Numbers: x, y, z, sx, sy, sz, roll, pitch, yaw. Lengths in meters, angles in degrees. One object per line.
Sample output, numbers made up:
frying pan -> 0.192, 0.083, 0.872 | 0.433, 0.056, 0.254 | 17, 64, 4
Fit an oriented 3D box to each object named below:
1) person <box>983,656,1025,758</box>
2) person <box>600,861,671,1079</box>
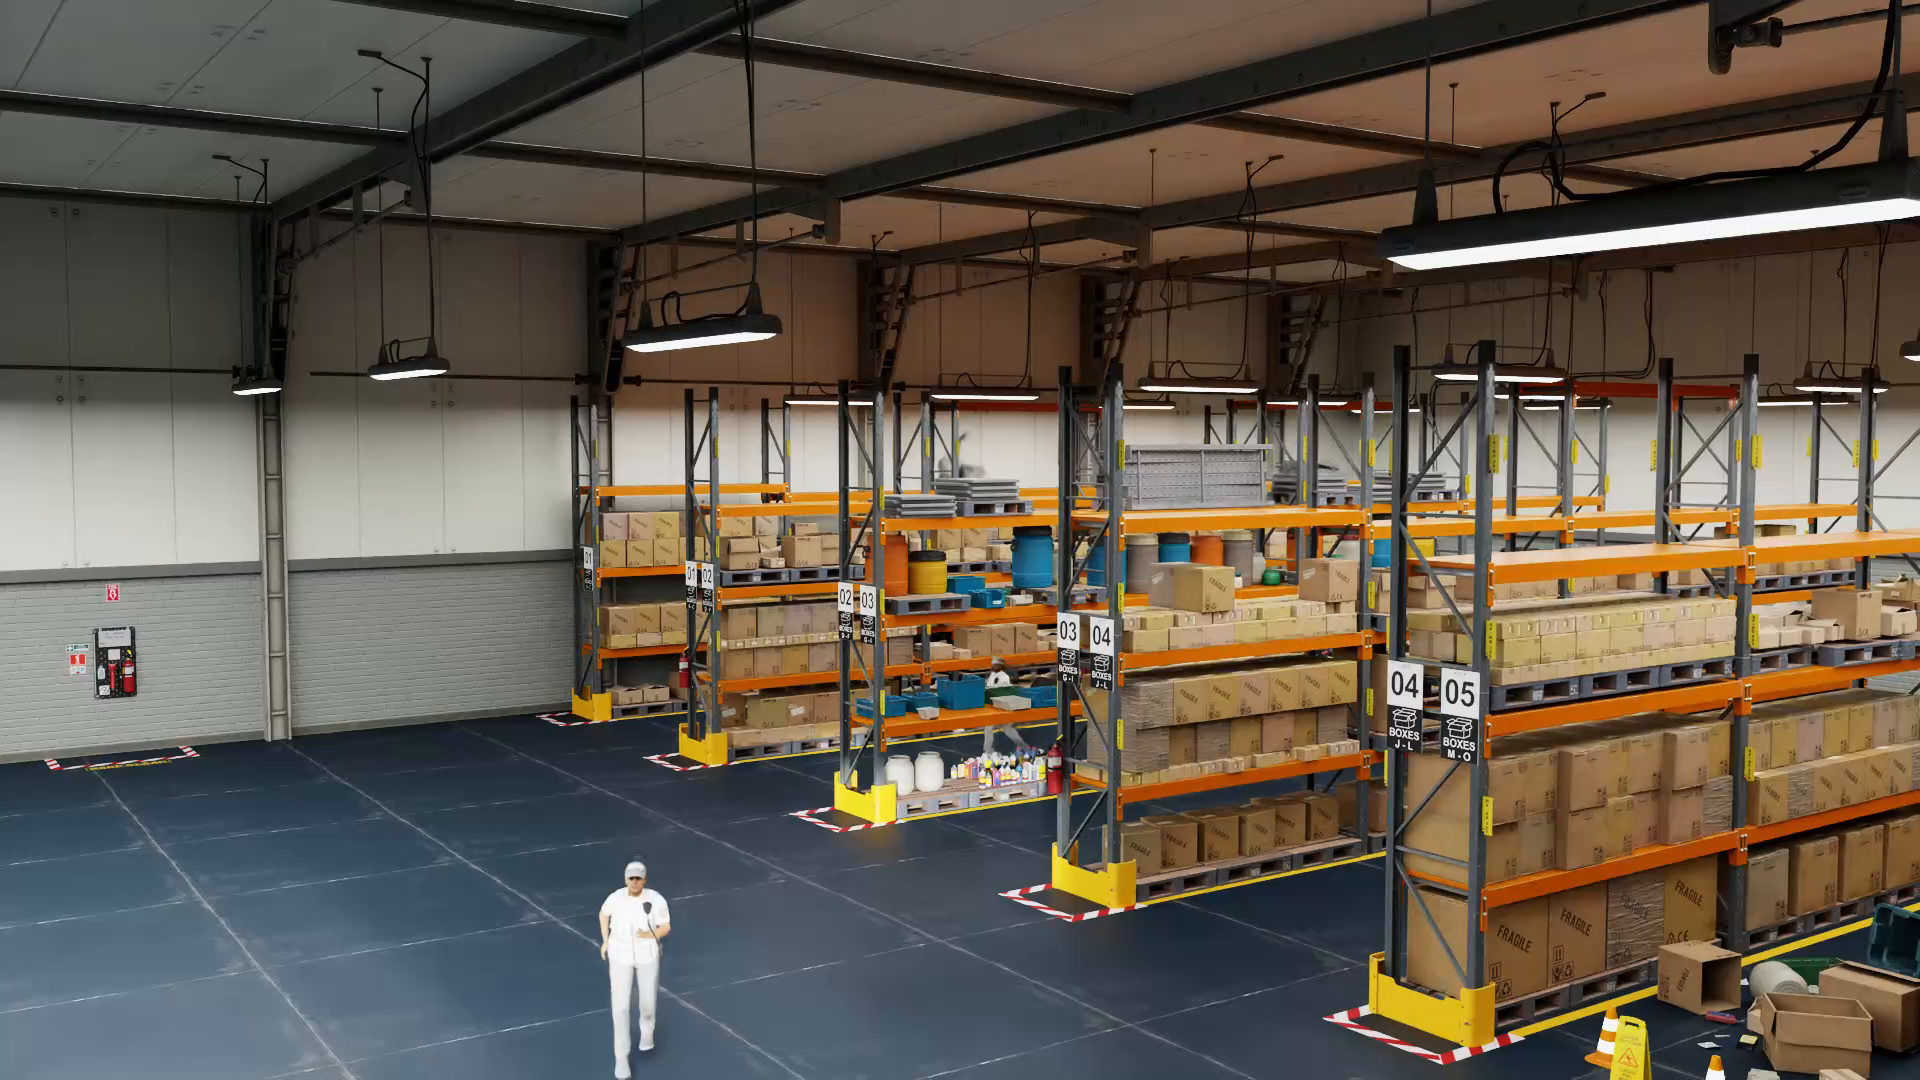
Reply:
person -> 0.652, 2.688, 26.681 | 0.933, 1.697, 0.567 | -3, 5, -41
person -> -2.685, 3.508, 13.756 | 0.579, 1.729, 0.759 | -1, 3, -11
